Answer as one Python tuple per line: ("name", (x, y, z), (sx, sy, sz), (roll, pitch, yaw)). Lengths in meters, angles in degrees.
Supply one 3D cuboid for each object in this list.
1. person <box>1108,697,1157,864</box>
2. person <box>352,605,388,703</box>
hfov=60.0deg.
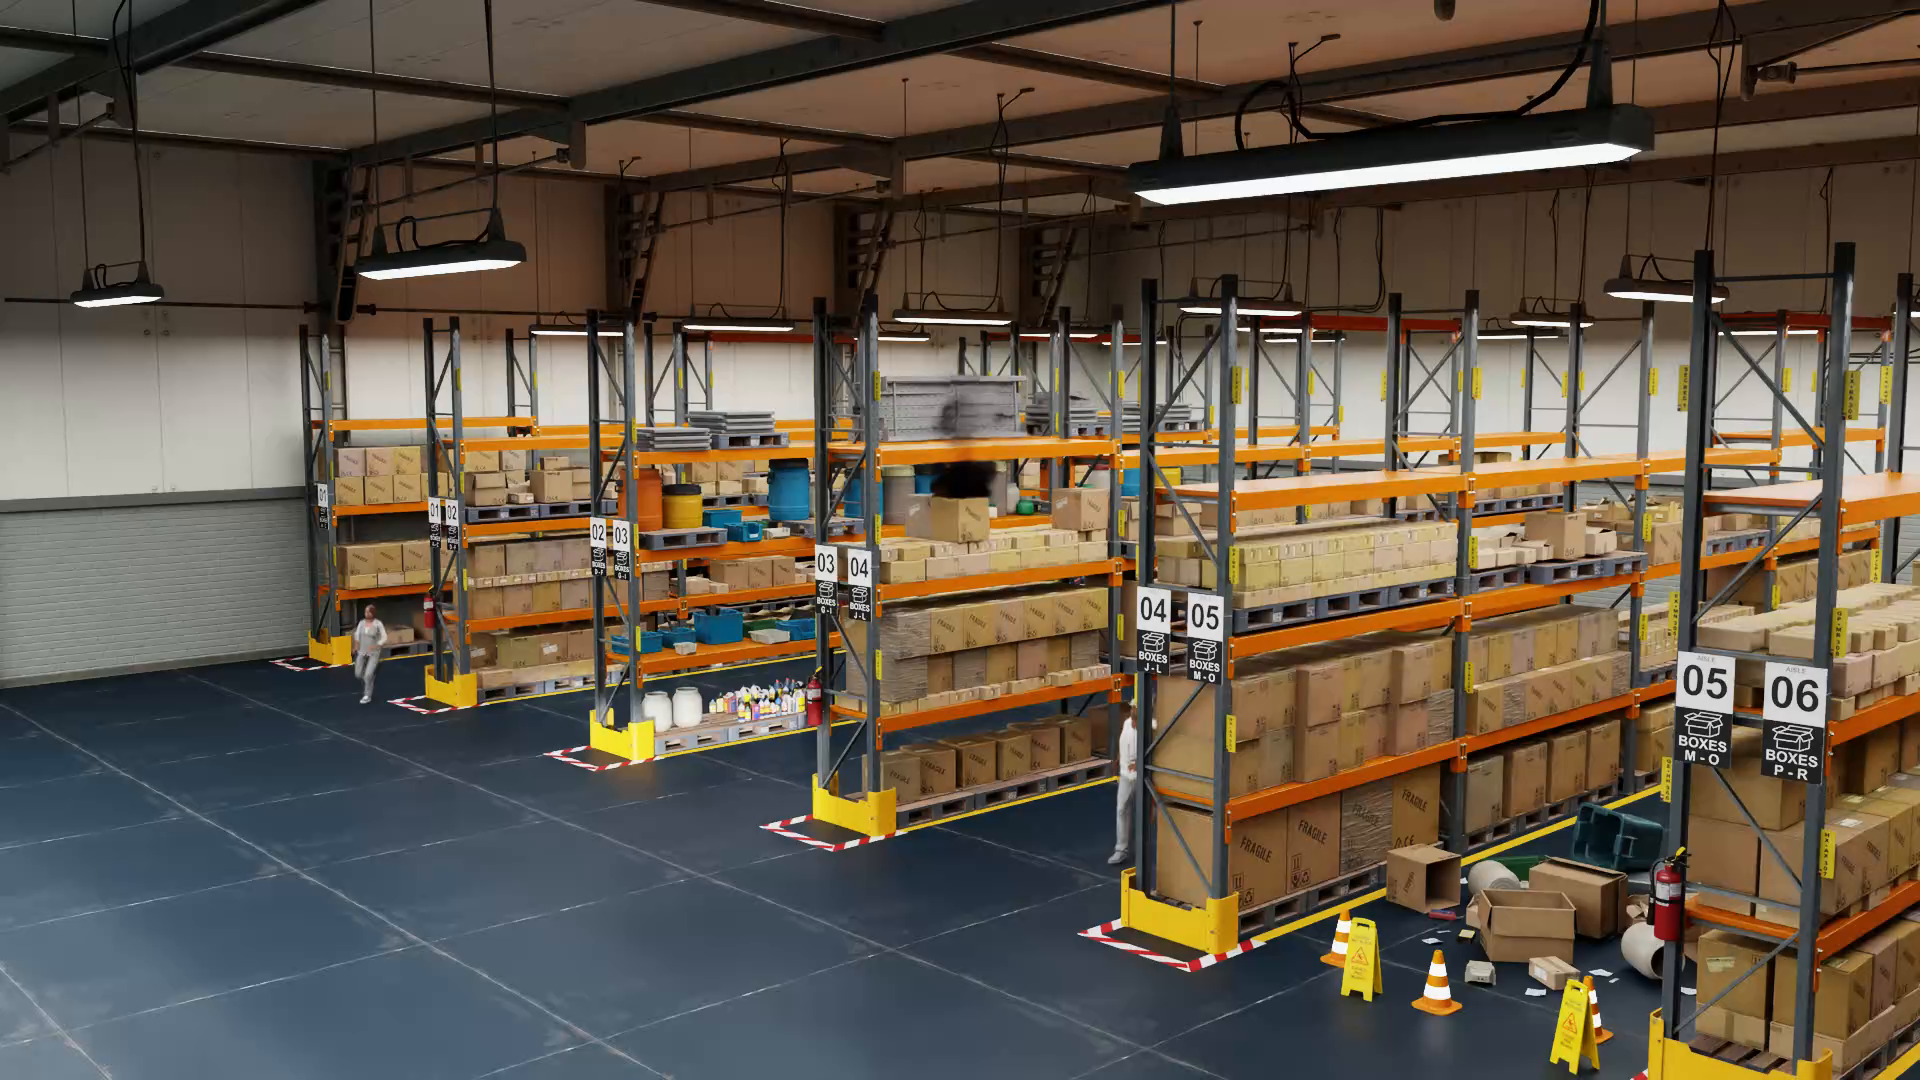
("person", (1.903, 2.498, 17.626), (0.723, 1.749, 0.959), (5, 8, 43))
("person", (-9.234, 1.776, 26.036), (0.554, 1.528, 0.522), (0, 6, 0))
